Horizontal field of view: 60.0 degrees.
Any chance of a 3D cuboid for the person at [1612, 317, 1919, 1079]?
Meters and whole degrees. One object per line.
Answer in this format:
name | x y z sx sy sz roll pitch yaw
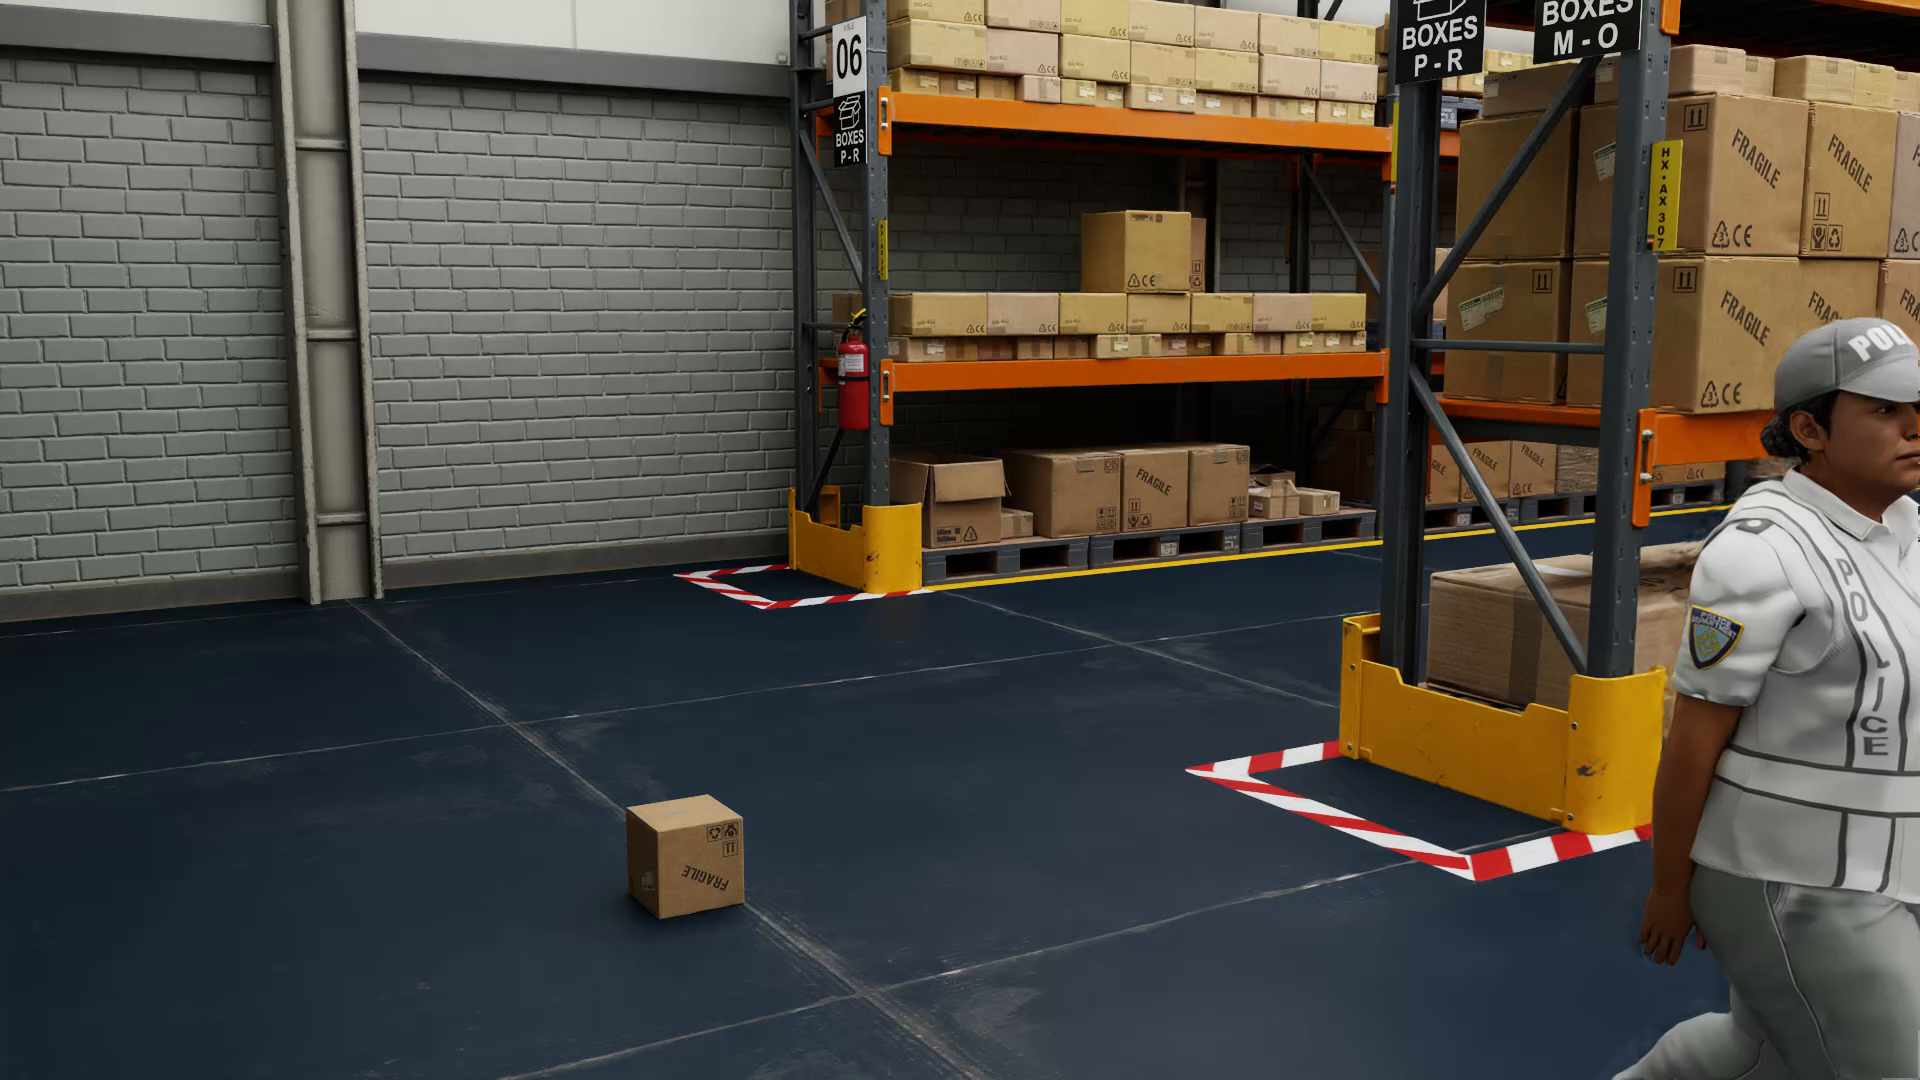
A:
person | 1.297 0.482 2.471 0.485 1.613 1.005 -6 10 -35
